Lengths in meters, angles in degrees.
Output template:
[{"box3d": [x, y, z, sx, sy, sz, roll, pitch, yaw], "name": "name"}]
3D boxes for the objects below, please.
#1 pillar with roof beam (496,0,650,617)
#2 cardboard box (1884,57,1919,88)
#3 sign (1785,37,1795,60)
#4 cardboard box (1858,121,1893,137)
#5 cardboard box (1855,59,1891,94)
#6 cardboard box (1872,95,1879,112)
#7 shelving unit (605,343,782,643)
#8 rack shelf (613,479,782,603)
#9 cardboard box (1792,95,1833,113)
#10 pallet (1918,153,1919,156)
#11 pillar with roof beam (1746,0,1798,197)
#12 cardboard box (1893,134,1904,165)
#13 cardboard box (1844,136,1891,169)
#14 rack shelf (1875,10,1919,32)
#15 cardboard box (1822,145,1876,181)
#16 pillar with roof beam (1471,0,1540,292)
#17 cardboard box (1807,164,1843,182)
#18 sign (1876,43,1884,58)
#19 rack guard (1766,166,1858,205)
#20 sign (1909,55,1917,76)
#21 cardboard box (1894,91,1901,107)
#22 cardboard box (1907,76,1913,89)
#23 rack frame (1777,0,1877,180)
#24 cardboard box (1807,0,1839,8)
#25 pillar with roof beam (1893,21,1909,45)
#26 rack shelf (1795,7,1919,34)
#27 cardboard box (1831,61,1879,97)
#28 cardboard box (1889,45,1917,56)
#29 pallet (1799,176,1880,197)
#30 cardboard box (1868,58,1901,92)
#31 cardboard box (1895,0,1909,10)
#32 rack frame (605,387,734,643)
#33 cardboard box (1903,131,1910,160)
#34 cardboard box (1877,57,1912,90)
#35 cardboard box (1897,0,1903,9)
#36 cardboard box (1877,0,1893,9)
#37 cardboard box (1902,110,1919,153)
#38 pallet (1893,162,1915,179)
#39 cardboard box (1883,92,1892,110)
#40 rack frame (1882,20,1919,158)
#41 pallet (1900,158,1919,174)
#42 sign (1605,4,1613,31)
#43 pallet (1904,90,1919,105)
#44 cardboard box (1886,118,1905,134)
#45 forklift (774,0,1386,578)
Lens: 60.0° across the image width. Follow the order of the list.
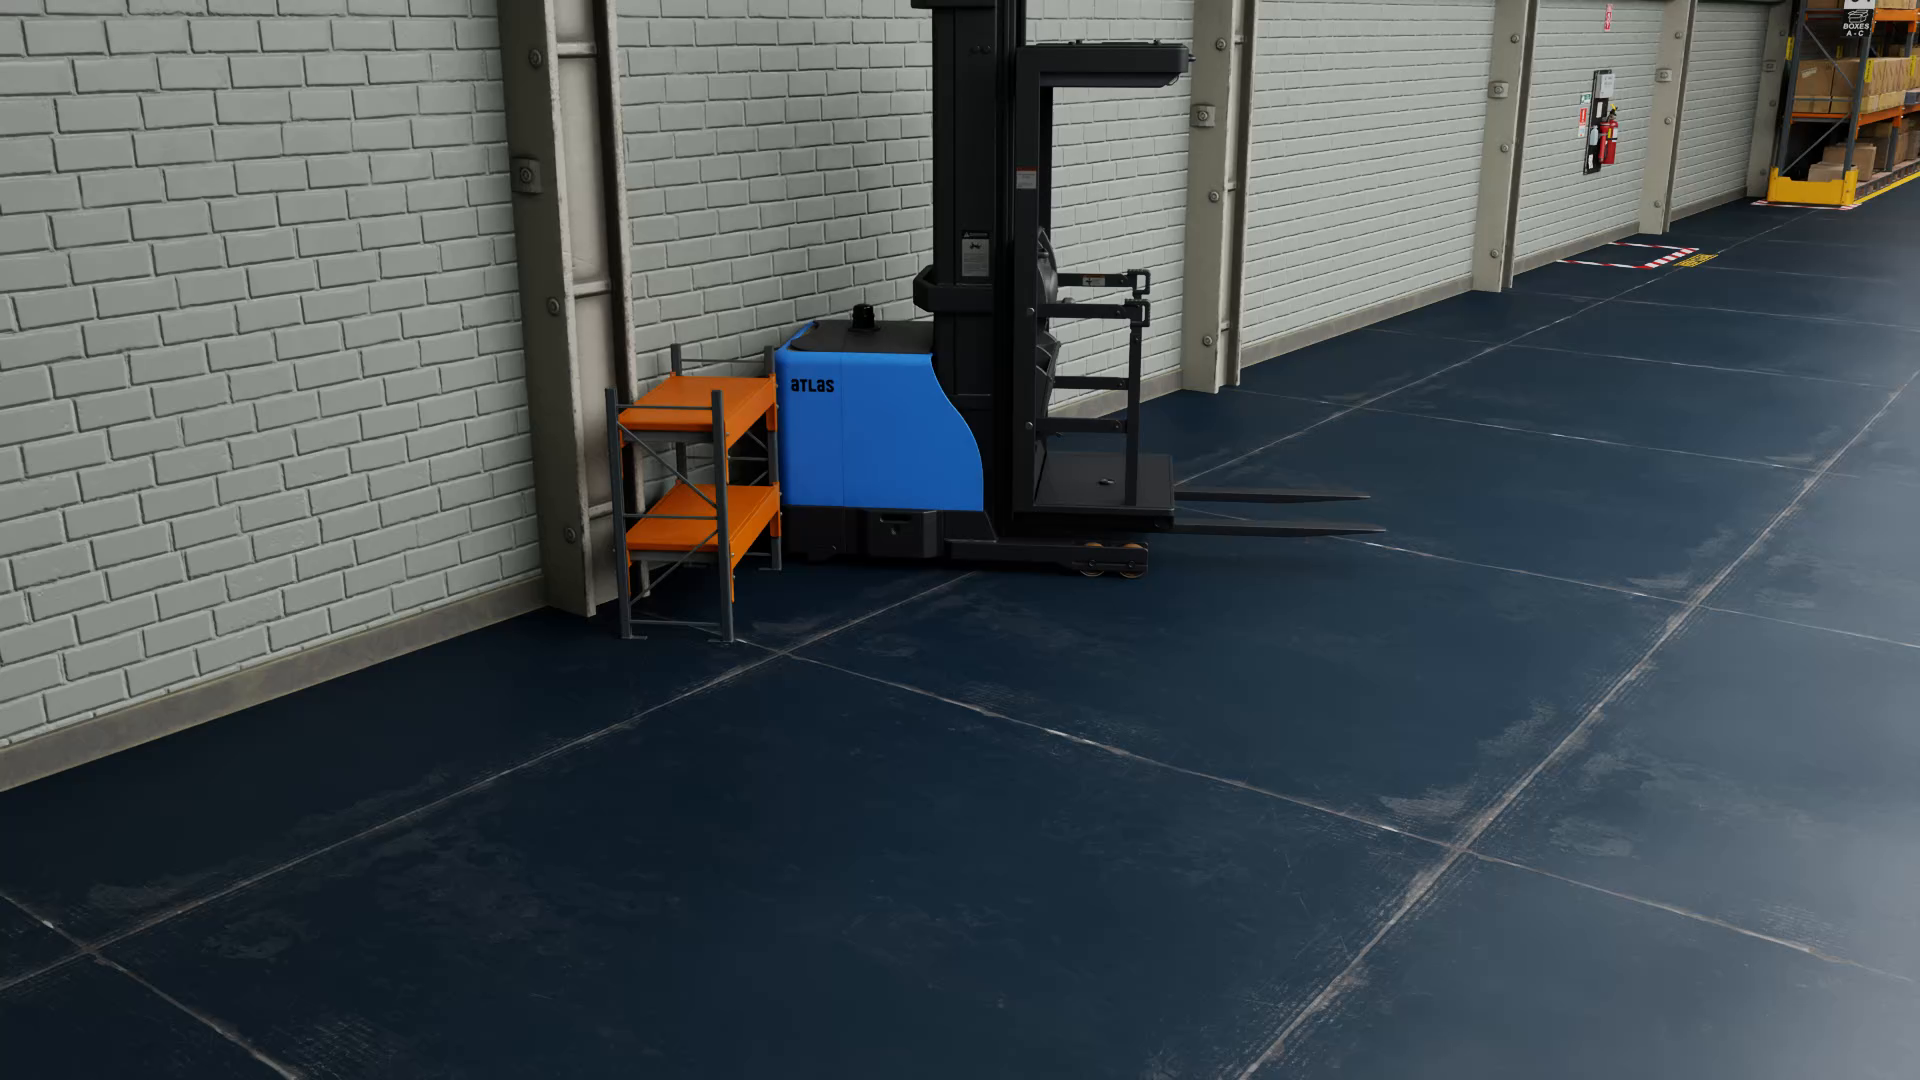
[{"box3d": [1.747, -3.258, 4.063, 9.100, 9.000, 0.400, 12, 21, 35], "name": "pillar with roof beam"}, {"box3d": [16.638, -8.300, 29.502, 0.700, 0.500, 0.500, 12, 21, 35], "name": "cardboard box"}, {"box3d": [12.434, -7.357, 24.893, 0.100, 0.325, 0.005, 12, 21, 35], "name": "sign"}, {"box3d": [15.936, -7.162, 28.956, 0.500, 0.250, 0.500, 12, 21, 34], "name": "cardboard box"}, {"box3d": [14.009, -7.145, 25.650, 0.500, 0.500, 0.500, 12, 21, 33], "name": "cardboard box"}, {"box3d": [13.711, -6.675, 25.400, 0.500, 0.250, 0.500, 12, 21, 33], "name": "cardboard box"}, {"box3d": [-1.192, -0.247, 7.642, 0.538, 1.125, 1.048, 2, 17, 6], "name": "shelving unit"}, {"box3d": [-1.192, -0.013, 7.714, 0.538, 0.278, 1.000, 2, 17, 6], "name": "rack shelf"}, {"box3d": [12.990, -6.634, 25.268, 0.500, 0.250, 0.500, 13, 21, 35], "name": "cardboard box"}, {"box3d": [18.164, -7.299, 31.891, 1.003, 0.211, 1.213, 12, 21, 35], "name": "pallet"}, {"box3d": [16.047, -8.975, 22.470, 9.100, 9.000, 0.400, 12, 21, 35], "name": "pillar with roof beam"}, {"box3d": [16.280, -6.944, 29.521, 0.700, 0.500, 0.500, 13, 21, 35], "name": "cardboard box"}, {"box3d": [15.676, -6.698, 28.728, 0.700, 0.500, 0.500, 13, 22, 37], "name": "cardboard box"}, {"box3d": [16.442, -9.069, 29.044, 1.077, 0.370, 4.000, 12, 21, 35], "name": "rack shelf"}, {"box3d": [14.169, -6.018, 26.537, 0.700, 0.500, 0.500, 11, 20, 31], "name": "cardboard box"}, {"box3d": [8.897, -6.116, 13.266, 9.100, 9.000, 0.400, 12, 21, 35], "name": "pillar with roof beam"}, {"box3d": [13.352, -5.626, 25.593, 0.500, 0.311, 0.500, 10, 20, 29], "name": "cardboard box"}, {"box3d": [17.186, -9.106, 31.058, 0.100, 0.325, 0.005, 12, 21, 35], "name": "sign"}, {"box3d": [12.913, -5.375, 25.209, 1.175, 0.500, 0.348, 12, 21, 35], "name": "rack guard"}, {"box3d": [15.691, -7.823, 27.417, 0.100, 0.325, 0.005, 12, 21, 35], "name": "sign"}, {"box3d": [14.908, -7.158, 26.954, 0.500, 0.250, 0.500, 13, 21, 35], "name": "cardboard box"}, {"box3d": [15.920, -8.008, 28.564, 0.700, 0.500, 0.500, 15, 23, 40], "name": "cardboard box"}, {"box3d": [12.867, -6.551, 24.780, 1.000, 3.000, 0.127, 12, 21, 35], "name": "rack frame"}, {"box3d": [12.913, -8.185, 24.782, 0.500, 0.500, 0.500, 14, 22, 39], "name": "cardboard box"}, {"box3d": [23.197, -11.833, 31.674, 9.100, 9.000, 0.400, 12, 21, 35], "name": "pillar with roof beam"}, {"box3d": [14.059, -8.116, 25.976, 1.077, 0.370, 4.000, 12, 21, 35], "name": "rack shelf"}, {"box3d": [13.393, -6.907, 24.883, 0.500, 0.500, 0.500, 12, 21, 35], "name": "cardboard box"}, {"box3d": [17.696, -9.167, 31.238, 0.500, 0.250, 0.500, 13, 22, 36], "name": "cardboard box"}, {"box3d": [14.153, -5.714, 26.787, 1.003, 0.211, 1.213, 12, 21, 35], "name": "pallet"}, {"box3d": [14.616, -7.394, 26.451, 0.500, 0.500, 0.500, 12, 21, 33], "name": "cardboard box"}, {"box3d": [14.837, -8.711, 26.477, 0.500, 0.500, 0.500, 10, 20, 30], "name": "cardboard box"}, {"box3d": [-1.246, -0.097, 7.159, 0.500, 1.125, 0.032, 2, 17, 6], "name": "rack frame"}, {"box3d": [16.847, -7.190, 30.311, 0.700, 0.500, 0.500, 12, 21, 35], "name": "cardboard box"}, {"box3d": [15.217, -7.632, 27.218, 0.500, 0.500, 0.500, 12, 21, 35], "name": "cardboard box"}, {"box3d": [14.224, -8.453, 25.647, 0.500, 0.500, 0.500, 14, 22, 38], "name": "cardboard box"}, {"box3d": [13.616, -8.198, 24.823, 0.500, 0.500, 0.500, 14, 22, 38], "name": "cardboard box"}, {"box3d": [18.178, -7.782, 31.662, 0.750, 0.750, 0.750, 12, 21, 34], "name": "cardboard box"}, {"box3d": [16.440, -6.649, 29.799, 1.003, 0.211, 1.213, 12, 21, 35], "name": "pallet"}, {"box3d": [14.322, -6.915, 26.173, 0.500, 0.250, 0.500, 13, 21, 35], "name": "cardboard box"}, {"box3d": [17.634, -8.456, 30.916, 1.000, 3.000, 0.127, 12, 21, 35], "name": "rack frame"}, {"box3d": [17.167, -6.939, 30.731, 1.003, 0.211, 1.213, 12, 21, 35], "name": "pallet"}, {"box3d": [7.427, -5.982, 19.041, 0.001, 0.298, 0.199, 12, 21, 35], "name": "sign"}, {"box3d": [15.823, -7.568, 28.380, 1.003, 0.211, 1.213, 12, 21, 35], "name": "pallet"}, {"box3d": [16.555, -7.402, 29.730, 0.500, 0.250, 0.500, 12, 21, 34], "name": "cardboard box"}, {"box3d": [0.619, -1.380, 8.244, 3.031, 2.935, 1.130, 2, 17, 6], "name": "forklift"}]
